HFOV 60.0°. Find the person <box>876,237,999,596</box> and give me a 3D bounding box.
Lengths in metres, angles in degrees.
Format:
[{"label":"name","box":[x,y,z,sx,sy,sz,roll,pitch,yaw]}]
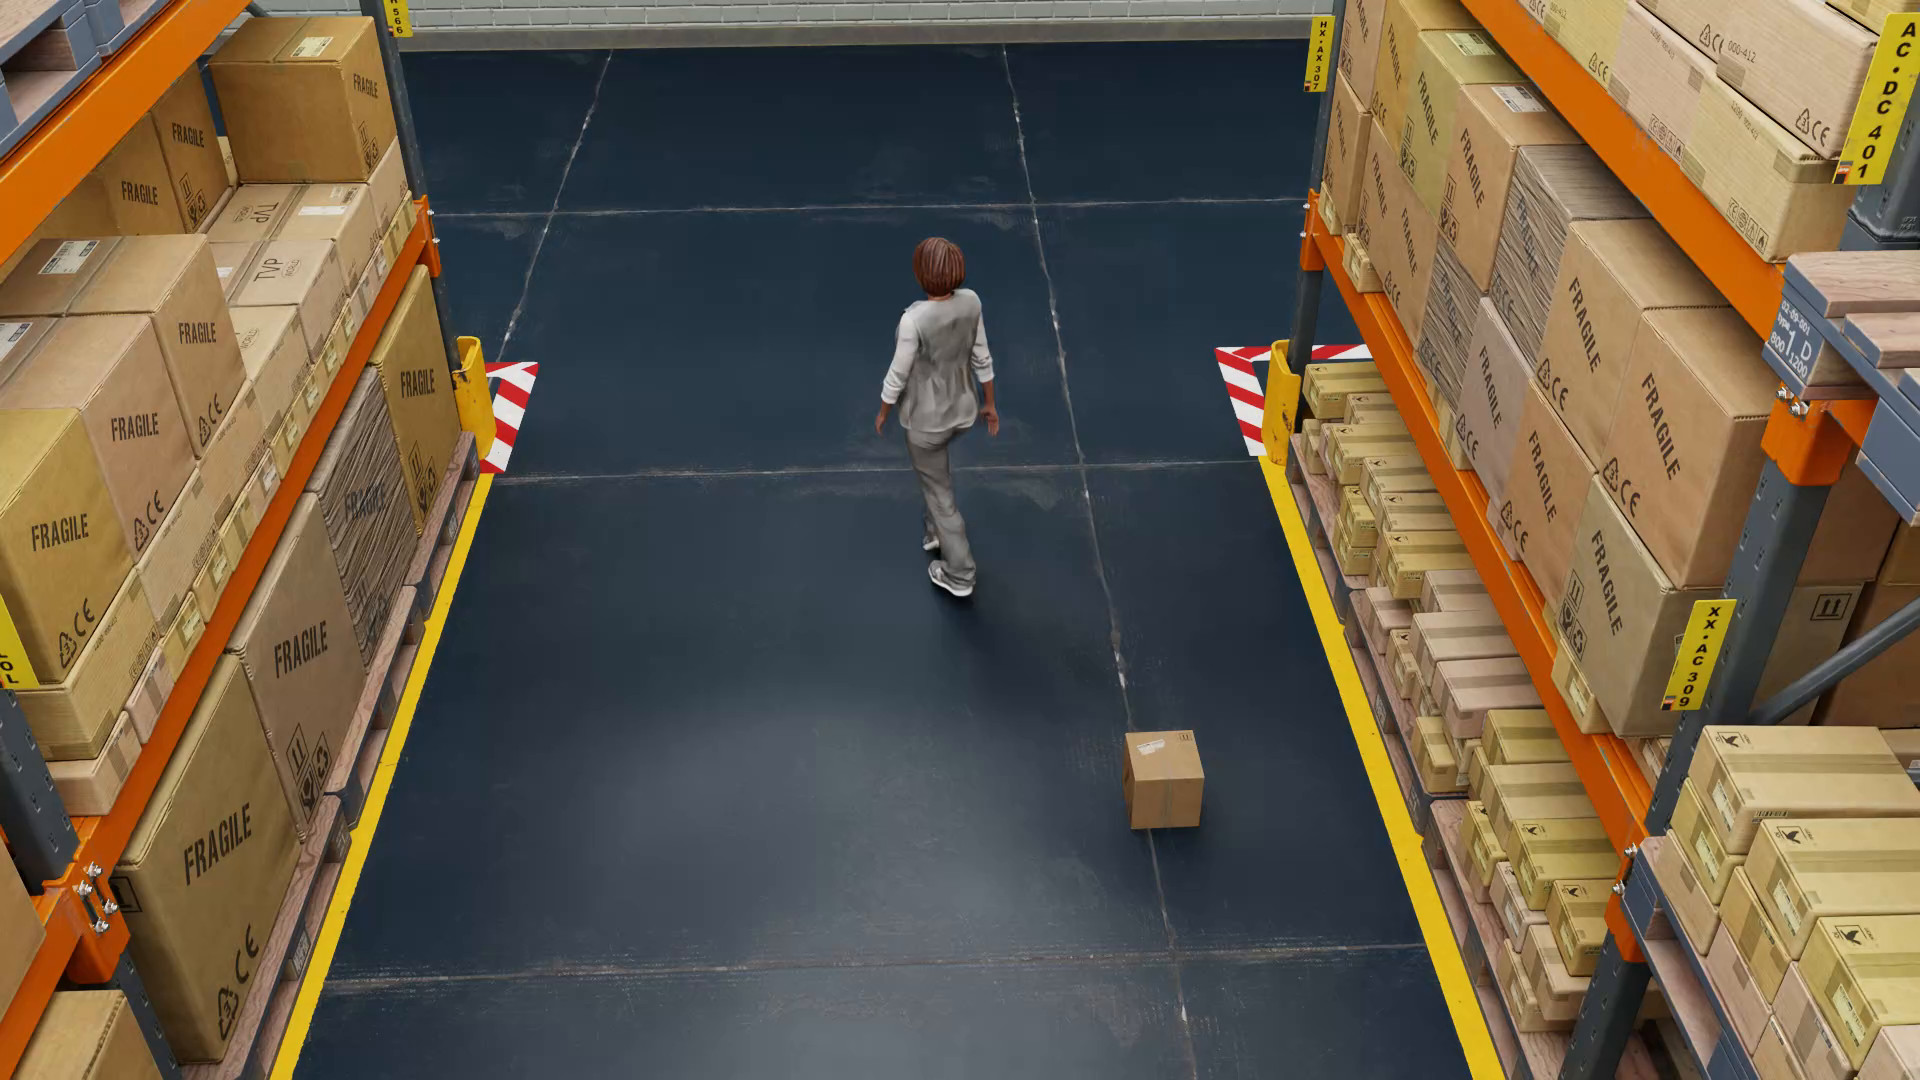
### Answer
[{"label":"person","box":[-0.084,-0.482,6.838,0.459,1.636,0.523,-27,43,-32]}]
